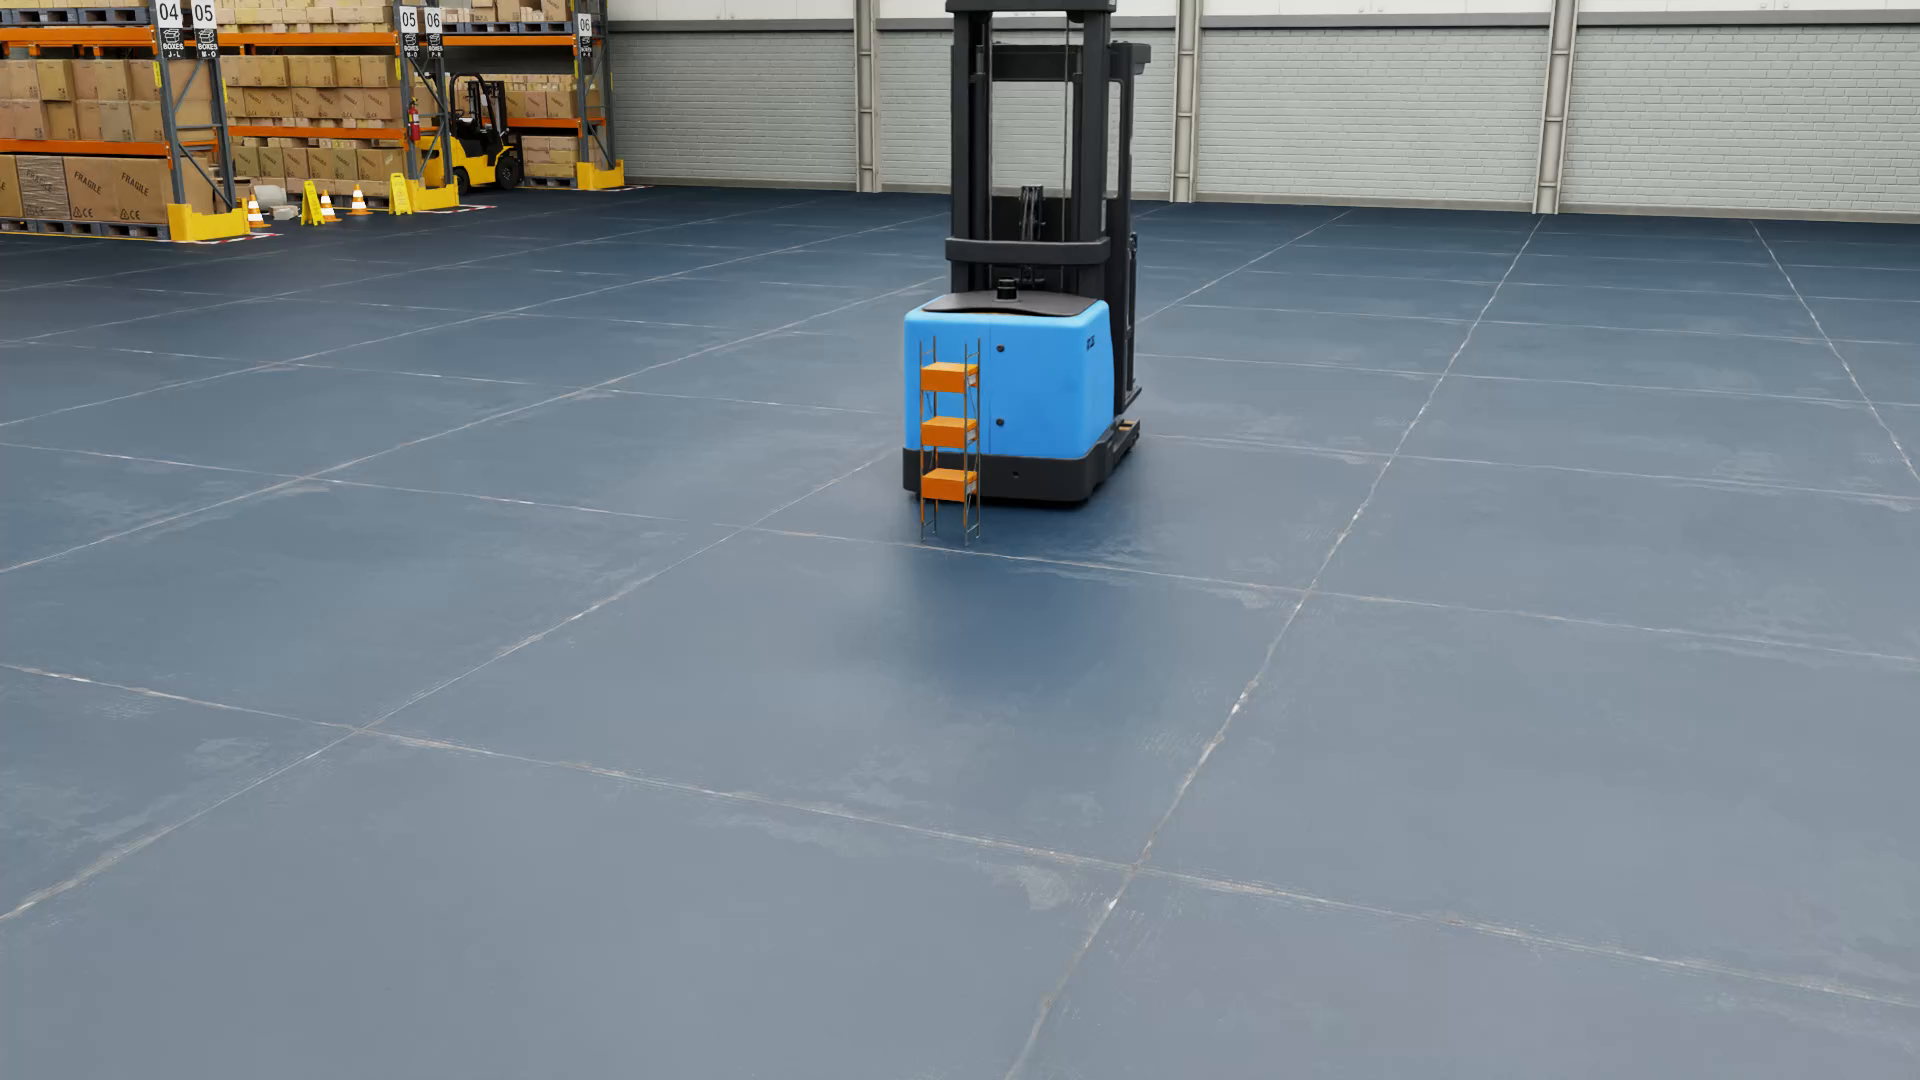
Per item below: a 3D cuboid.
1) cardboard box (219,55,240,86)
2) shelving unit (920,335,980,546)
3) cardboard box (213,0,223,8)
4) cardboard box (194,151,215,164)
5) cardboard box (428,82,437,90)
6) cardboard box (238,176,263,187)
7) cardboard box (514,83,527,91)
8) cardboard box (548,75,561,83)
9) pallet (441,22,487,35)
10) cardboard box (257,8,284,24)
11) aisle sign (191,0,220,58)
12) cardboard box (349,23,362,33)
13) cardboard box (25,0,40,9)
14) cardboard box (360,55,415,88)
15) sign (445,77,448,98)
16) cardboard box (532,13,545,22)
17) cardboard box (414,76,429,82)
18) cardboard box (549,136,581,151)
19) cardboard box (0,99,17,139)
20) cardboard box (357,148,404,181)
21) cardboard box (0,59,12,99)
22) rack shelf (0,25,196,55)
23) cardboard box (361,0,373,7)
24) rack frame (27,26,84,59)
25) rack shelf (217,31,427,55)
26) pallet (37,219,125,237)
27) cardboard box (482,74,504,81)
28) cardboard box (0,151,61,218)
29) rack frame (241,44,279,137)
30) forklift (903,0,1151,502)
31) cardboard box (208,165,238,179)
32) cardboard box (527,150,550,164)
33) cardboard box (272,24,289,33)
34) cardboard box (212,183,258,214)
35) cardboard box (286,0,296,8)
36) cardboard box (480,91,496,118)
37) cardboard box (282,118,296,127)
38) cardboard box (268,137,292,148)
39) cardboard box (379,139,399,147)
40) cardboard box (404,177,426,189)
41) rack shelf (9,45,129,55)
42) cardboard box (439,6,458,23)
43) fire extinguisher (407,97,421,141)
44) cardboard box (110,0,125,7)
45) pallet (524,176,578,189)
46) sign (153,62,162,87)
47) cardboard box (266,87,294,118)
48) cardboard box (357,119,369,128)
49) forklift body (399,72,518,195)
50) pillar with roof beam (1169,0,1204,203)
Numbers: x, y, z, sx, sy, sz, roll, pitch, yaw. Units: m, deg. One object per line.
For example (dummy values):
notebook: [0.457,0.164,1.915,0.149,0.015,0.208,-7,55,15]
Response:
cardboard box: [-12.169,-7.957,28.196,0.500,0.500,0.700,6,17,20]
shelving unit: [-0.050,-0.510,8.546,0.252,1.050,0.215,6,17,21]
cardboard box: [-12.326,-8.973,27.842,0.250,0.149,0.380,6,17,20]
cardboard box: [-15.824,-8.180,35.199,0.500,0.500,0.500,7,18,23]
cardboard box: [-10.240,-8.907,32.633,0.250,0.149,0.380,7,17,22]
cardboard box: [-12.049,-6.138,28.615,0.500,0.250,0.500,5,17,18]
cardboard box: [-8.345,-8.692,31.892,0.250,0.149,0.380,6,17,19]
cardboard box: [-7.612,-8.767,31.617,0.250,0.149,0.380,6,17,21]
pallet: [-9.878,-9.992,32.492,1.213,0.211,1.003,6,17,21]
cardboard box: [-11.246,-8.678,27.539,0.500,0.250,0.500,6,17,21]
aisle sign: [-10.324,-7.003,22.752,0.004,0.787,0.394,6,17,21]
cardboard box: [-9.691,-8.315,27.005,0.250,0.149,0.380,7,18,22]
cardboard box: [-12.592,-7.382,22.858,0.250,0.149,0.380,7,17,21]
cardboard box: [-9.333,-7.645,27.120,0.500,0.500,0.700,6,17,19]
sign: [-8.579,-7.534,27.694,0.005,0.325,0.100,6,17,21]
cardboard box: [-7.842,-9.841,31.330,0.250,0.149,0.380,6,17,19]
cardboard box: [-10.494,-9.068,32.652,0.250,0.149,0.380,7,17,22]
cardboard box: [-7.503,-7.593,31.834,0.500,0.250,0.500,7,18,22]
cardboard box: [-13.354,-6.080,23.967,0.550,0.550,0.875,6,17,21]
cardboard box: [-9.619,-6.234,27.599,0.500,0.500,0.500,6,17,21]
cardboard box: [-13.336,-6.611,23.859,0.550,0.550,0.875,6,17,21]
rack shelf: [-12.361,-6.983,23.259,4.000,0.370,1.077,6,17,21]
cardboard box: [-9.427,-8.675,26.816,0.250,0.149,0.380,7,17,22]
rack frame: [-16.220,-7.796,30.149,0.127,3.000,1.000,6,17,21]
rack shelf: [-10.638,-8.278,27.716,4.000,0.370,1.077,6,17,21]
pallet: [-12.404,-4.531,23.904,1.213,0.211,1.003,6,17,21]
cardboard box: [-9.028,-8.936,32.197,0.250,0.149,0.380,6,17,21]
cardboard box: [-13.662,-5.192,24.235,0.875,0.875,0.875,7,17,21]
rack frame: [-14.402,-9.084,34.584,0.127,3.000,1.000,6,17,21]
forklift: [0.545,-1.987,10.259,1.130,2.935,3.031,4,17,14]
cardboard box: [-12.988,-6.380,29.230,0.625,0.372,0.950,7,17,21]
cardboard box: [-7.990,-7.410,32.099,0.500,0.250,0.500,6,17,20]
cardboard box: [-11.132,-8.457,27.494,0.250,0.149,0.380,6,17,20]
cardboard box: [-11.341,-5.302,26.035,0.637,0.503,0.797,-5,17,-18]
cardboard box: [-10.849,-8.835,27.368,0.250,0.149,0.380,7,17,22]
cardboard box: [-8.942,-8.452,32.229,0.500,0.500,0.500,6,17,21]
cardboard box: [-11.137,-7.018,27.917,0.250,0.149,0.380,6,17,21]
cardboard box: [-11.476,-6.729,28.143,0.250,0.149,0.380,7,18,23]
cardboard box: [-11.171,-7.787,33.621,0.625,0.625,0.875,7,18,23]
cardboard box: [-9.427,-6.013,28.186,0.500,0.250,0.500,6,17,20]
rack shelf: [-19.984,-10.793,36.381,4.000,0.370,1.077,6,17,21]
cardboard box: [-9.997,-10.174,32.186,0.500,0.311,0.500,7,17,22]
fire extinguisher: [-8.841,-6.810,26.888,0.183,0.674,0.296,6,17,21]
cardboard box: [-11.168,-7.225,22.320,0.250,0.149,0.380,6,17,21]
pallet: [-7.687,-6.994,32.386,1.213,0.211,1.003,6,17,21]
sign: [-10.712,-6.214,22.198,0.005,0.325,0.100,6,17,21]
cardboard box: [-11.254,-7.361,27.935,0.500,0.500,0.500,6,17,20]
cardboard box: [-9.711,-6.869,27.405,0.250,0.149,0.380,6,17,20]
forklift body: [-9.394,-7.579,30.922,1.214,2.155,2.313,6,17,21]
pillar with roof beam: [2.306,-9.108,23.905,0.400,9.000,9.100,6,17,21]
